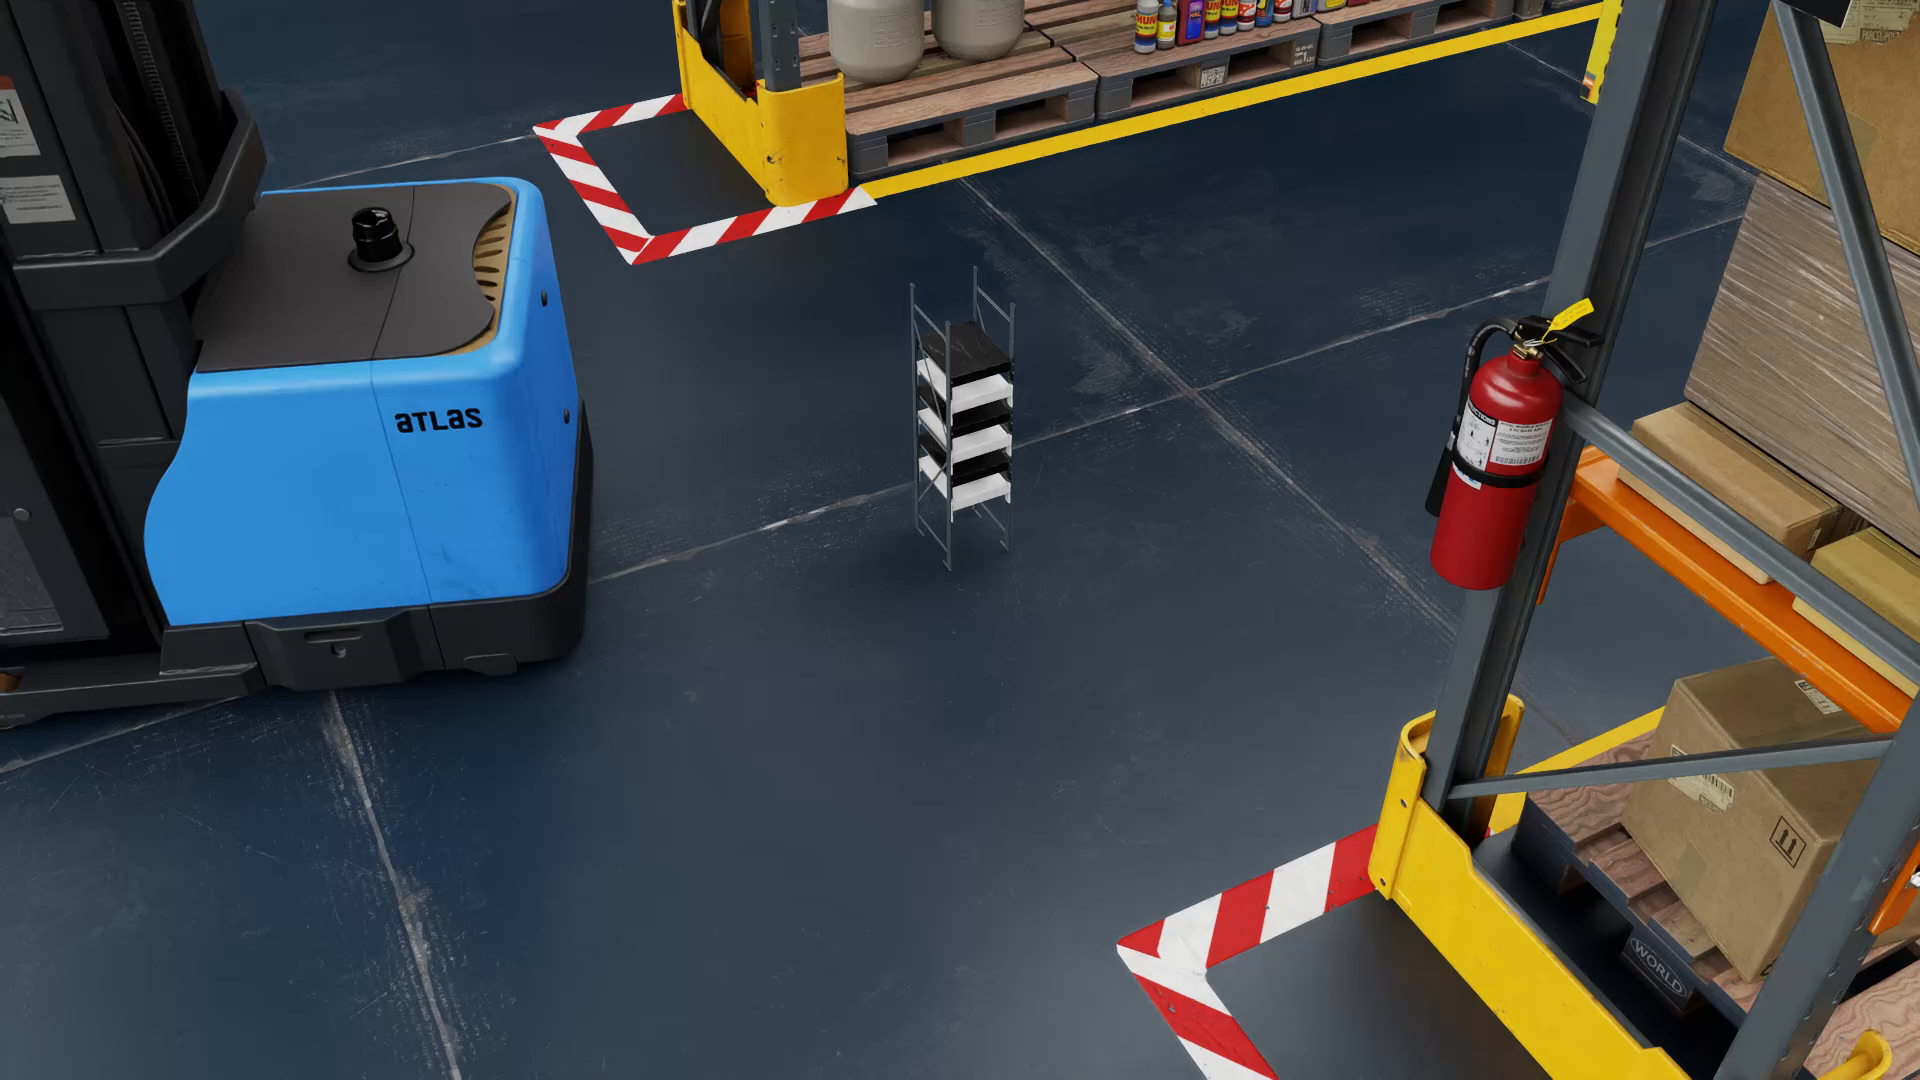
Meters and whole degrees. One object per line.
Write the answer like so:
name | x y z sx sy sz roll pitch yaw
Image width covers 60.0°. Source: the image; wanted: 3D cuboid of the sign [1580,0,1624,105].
sign | 1.135 -0.892 2.841 0.005 0.325 0.100 -19 44 -21

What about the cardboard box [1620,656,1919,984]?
cardboard box | 1.935 0.612 3.815 0.500 0.500 0.500 -11 41 -13

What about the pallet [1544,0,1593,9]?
pallet | 3.312 -3.229 8.902 1.213 0.211 1.003 -19 44 -21

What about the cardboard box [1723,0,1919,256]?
cardboard box | 1.747 -0.844 2.844 0.500 0.500 0.500 -19 44 -21

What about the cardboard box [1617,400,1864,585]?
cardboard box | 1.531 -0.112 3.256 0.250 0.149 0.380 -19 44 -21

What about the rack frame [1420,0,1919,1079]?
rack frame | 1.374 -0.005 2.934 0.127 3.000 1.000 -19 44 -21

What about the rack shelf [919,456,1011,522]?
rack shelf | 0.007 -0.183 5.100 0.200 0.077 0.258 -19 44 -21

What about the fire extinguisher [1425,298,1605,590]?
fire extinguisher | 1.059 -0.205 3.231 0.183 0.674 0.296 -19 44 -21

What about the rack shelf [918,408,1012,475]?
rack shelf | 0.007 -0.320 4.984 0.200 0.077 0.258 -19 44 -21

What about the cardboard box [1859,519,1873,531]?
cardboard box | 1.753 -0.187 3.343 0.250 0.149 0.380 -19 44 -21

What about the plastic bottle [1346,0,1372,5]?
plastic bottle | 1.900 -2.681 7.857 0.133 0.283 0.061 -16 43 -18

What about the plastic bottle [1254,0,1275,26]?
plastic bottle | 1.410 -2.525 7.682 0.097 0.271 0.097 0 40 0

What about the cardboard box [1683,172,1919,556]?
cardboard box | 1.874 -0.305 2.981 0.500 0.500 0.875 -19 44 -21

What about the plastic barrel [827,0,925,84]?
plastic barrel | -0.366 -2.294 7.239 0.421 0.512 0.421 0 40 0

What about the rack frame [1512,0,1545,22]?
rack frame | 2.633 -4.037 7.697 0.127 3.000 1.000 -19 44 -21

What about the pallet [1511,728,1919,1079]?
pallet | 2.178 0.814 4.124 1.213 0.211 1.003 -19 44 -21

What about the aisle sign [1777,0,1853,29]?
aisle sign | 1.180 -1.151 2.276 0.004 0.787 0.394 -19 44 -21

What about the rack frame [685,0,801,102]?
rack frame | -0.914 -2.843 6.287 0.127 3.000 1.000 -19 44 -21

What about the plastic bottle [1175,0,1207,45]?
plastic bottle | 1.047 -2.394 7.518 0.133 0.283 0.061 -18 43 -20

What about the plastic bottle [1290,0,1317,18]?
plastic bottle | 1.593 -2.608 7.777 0.135 0.276 0.152 -18 43 -20

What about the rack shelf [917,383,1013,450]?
rack shelf | 0.007 -0.389 4.925 0.200 0.077 0.258 -19 44 -21

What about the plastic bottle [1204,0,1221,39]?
plastic bottle | 1.142 -2.435 7.576 0.097 0.271 0.097 0 40 0

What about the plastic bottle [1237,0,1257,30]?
plastic bottle | 1.318 -2.467 7.668 0.097 0.201 0.097 0 40 0

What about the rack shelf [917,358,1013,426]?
rack shelf | 0.007 -0.458 4.867 0.200 0.077 0.258 -19 44 -21

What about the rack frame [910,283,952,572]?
rack frame | -0.083 -0.316 4.926 0.006 0.900 0.240 -19 44 -21

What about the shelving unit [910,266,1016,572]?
shelving unit | 0.007 -0.346 4.962 0.210 0.900 0.258 -19 44 -21

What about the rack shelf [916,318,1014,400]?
rack shelf | 0.007 -0.527 4.809 0.200 0.077 0.258 -19 44 -21

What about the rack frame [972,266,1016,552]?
rack frame | 0.097 -0.376 4.998 0.006 0.900 0.240 -19 44 -21

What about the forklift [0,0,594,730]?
forklift | -2.649 -0.937 4.088 3.031 2.935 1.130 -5 40 -6

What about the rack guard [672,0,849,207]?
rack guard | -0.869 -1.939 7.153 0.348 0.500 1.175 -19 44 -21

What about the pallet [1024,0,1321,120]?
pallet | 0.935 -2.429 7.957 1.213 0.211 1.003 -19 44 -21

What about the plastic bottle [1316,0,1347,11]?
plastic bottle | 1.739 -2.683 7.807 0.185 0.351 0.144 -19 44 -21

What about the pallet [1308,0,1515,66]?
pallet | 2.018 -2.796 8.390 1.213 0.211 1.003 -19 44 -21

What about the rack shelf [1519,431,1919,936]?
rack shelf | 3.147 -0.327 3.872 4.000 0.370 1.077 -19 44 -21

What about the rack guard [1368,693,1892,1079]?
rack guard | 1.441 0.926 3.769 0.348 0.500 1.175 -19 44 -21

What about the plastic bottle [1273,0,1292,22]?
plastic bottle | 1.501 -2.529 7.741 0.097 0.201 0.097 0 40 0

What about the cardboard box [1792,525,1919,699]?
cardboard box | 1.736 0.142 2.955 0.250 0.149 0.380 -19 44 -21

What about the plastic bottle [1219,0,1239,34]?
plastic bottle | 1.230 -2.464 7.611 0.097 0.271 0.097 0 40 0

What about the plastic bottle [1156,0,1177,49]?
plastic bottle | 0.929 -2.336 7.514 0.097 0.201 0.097 0 40 0

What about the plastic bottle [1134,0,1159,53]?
plastic bottle | 0.838 -2.332 7.455 0.097 0.271 0.097 0 40 0

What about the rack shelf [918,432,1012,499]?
rack shelf | 0.007 -0.252 5.042 0.200 0.077 0.258 -19 44 -21

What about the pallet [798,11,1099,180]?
pallet | -0.146 -2.068 7.530 1.213 0.211 1.003 -19 44 -21

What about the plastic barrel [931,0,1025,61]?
plastic barrel | 0.079 -2.444 7.416 0.421 0.512 0.421 0 40 0
